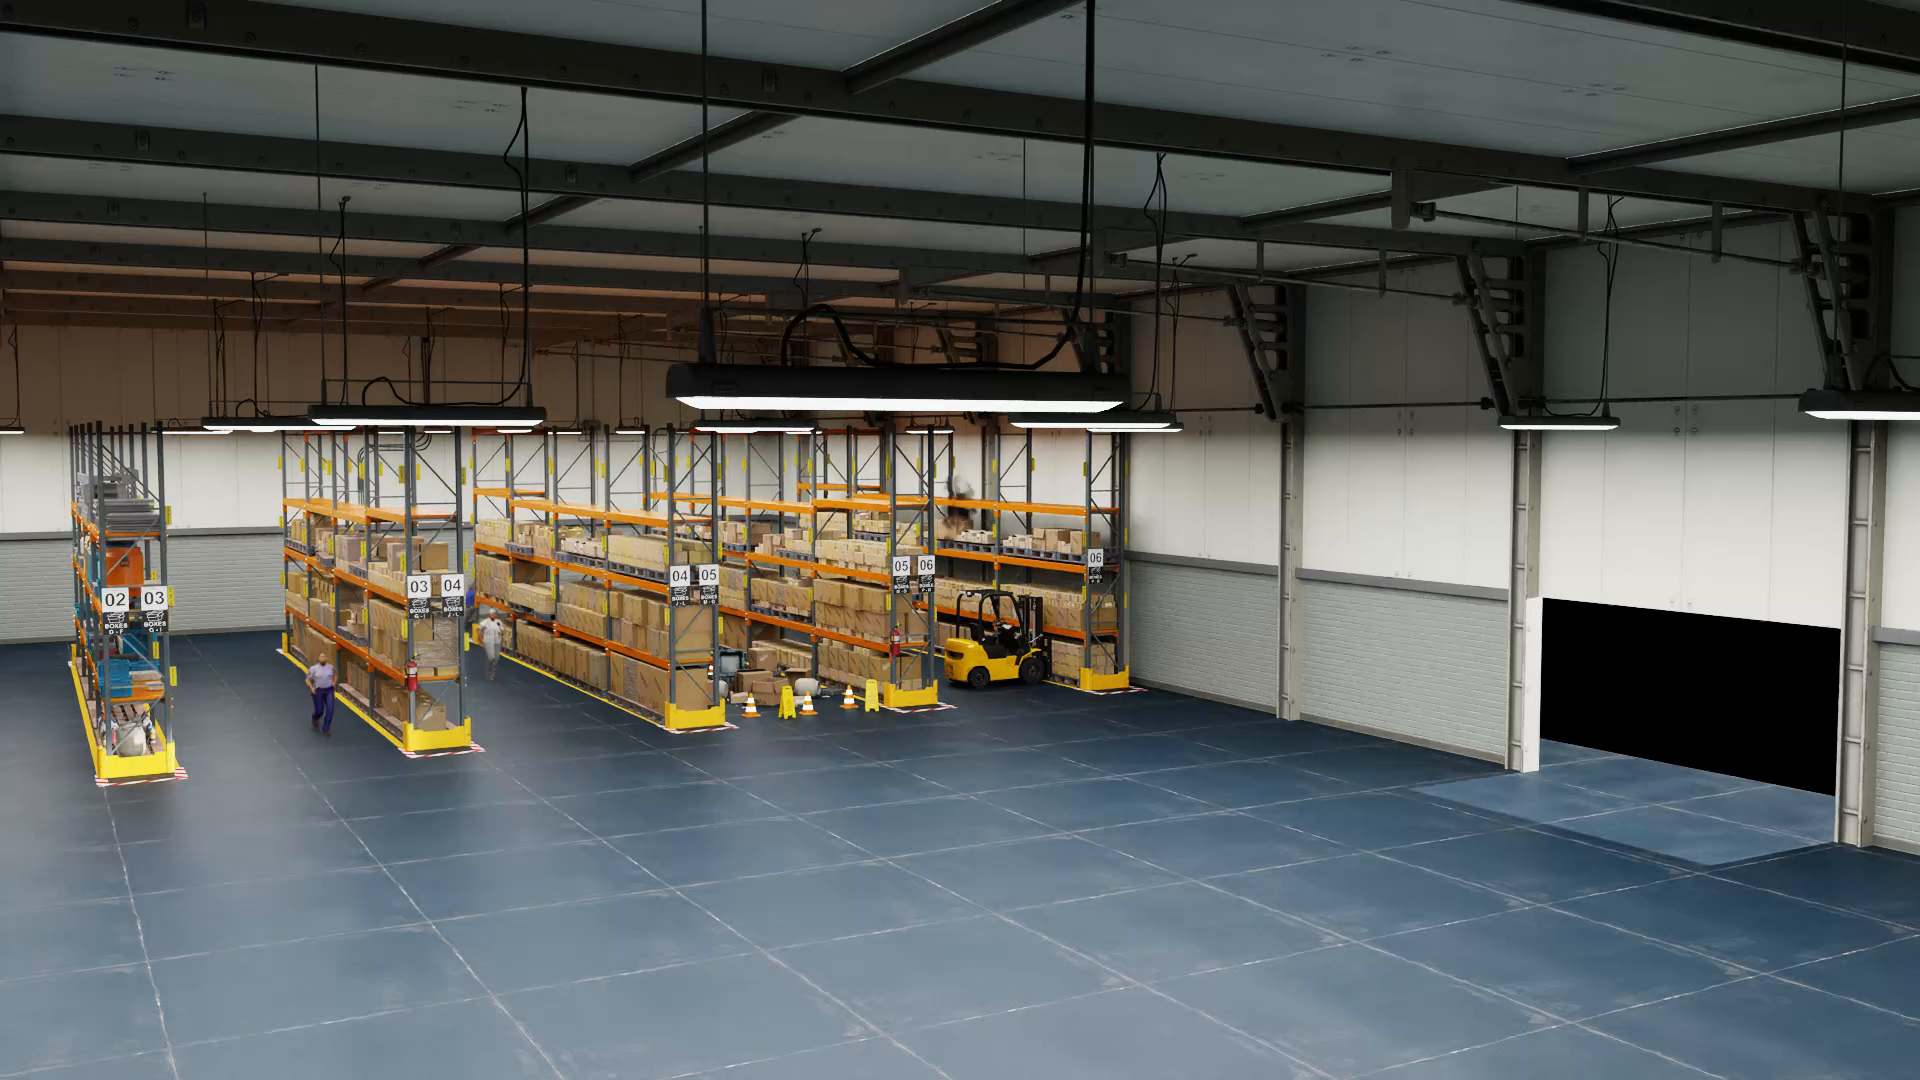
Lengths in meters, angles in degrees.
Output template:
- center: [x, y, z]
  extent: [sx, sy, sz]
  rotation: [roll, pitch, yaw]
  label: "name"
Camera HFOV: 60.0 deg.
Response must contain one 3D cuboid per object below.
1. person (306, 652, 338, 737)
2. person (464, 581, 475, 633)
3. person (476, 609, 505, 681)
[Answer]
- center: [-12.263, 2.951, 32.016]
  extent: [0.609, 1.615, 0.663]
  rotation: [-2, 4, -35]
  label: "person"
- center: [-14.020, 1.979, 47.691]
  extent: [0.650, 1.590, 0.630]
  rotation: [-3, 5, -41]
  label: "person"
- center: [-11.027, 2.480, 39.224]
  extent: [0.576, 1.716, 0.720]
  rotation: [-3, 5, -39]
  label: "person"
